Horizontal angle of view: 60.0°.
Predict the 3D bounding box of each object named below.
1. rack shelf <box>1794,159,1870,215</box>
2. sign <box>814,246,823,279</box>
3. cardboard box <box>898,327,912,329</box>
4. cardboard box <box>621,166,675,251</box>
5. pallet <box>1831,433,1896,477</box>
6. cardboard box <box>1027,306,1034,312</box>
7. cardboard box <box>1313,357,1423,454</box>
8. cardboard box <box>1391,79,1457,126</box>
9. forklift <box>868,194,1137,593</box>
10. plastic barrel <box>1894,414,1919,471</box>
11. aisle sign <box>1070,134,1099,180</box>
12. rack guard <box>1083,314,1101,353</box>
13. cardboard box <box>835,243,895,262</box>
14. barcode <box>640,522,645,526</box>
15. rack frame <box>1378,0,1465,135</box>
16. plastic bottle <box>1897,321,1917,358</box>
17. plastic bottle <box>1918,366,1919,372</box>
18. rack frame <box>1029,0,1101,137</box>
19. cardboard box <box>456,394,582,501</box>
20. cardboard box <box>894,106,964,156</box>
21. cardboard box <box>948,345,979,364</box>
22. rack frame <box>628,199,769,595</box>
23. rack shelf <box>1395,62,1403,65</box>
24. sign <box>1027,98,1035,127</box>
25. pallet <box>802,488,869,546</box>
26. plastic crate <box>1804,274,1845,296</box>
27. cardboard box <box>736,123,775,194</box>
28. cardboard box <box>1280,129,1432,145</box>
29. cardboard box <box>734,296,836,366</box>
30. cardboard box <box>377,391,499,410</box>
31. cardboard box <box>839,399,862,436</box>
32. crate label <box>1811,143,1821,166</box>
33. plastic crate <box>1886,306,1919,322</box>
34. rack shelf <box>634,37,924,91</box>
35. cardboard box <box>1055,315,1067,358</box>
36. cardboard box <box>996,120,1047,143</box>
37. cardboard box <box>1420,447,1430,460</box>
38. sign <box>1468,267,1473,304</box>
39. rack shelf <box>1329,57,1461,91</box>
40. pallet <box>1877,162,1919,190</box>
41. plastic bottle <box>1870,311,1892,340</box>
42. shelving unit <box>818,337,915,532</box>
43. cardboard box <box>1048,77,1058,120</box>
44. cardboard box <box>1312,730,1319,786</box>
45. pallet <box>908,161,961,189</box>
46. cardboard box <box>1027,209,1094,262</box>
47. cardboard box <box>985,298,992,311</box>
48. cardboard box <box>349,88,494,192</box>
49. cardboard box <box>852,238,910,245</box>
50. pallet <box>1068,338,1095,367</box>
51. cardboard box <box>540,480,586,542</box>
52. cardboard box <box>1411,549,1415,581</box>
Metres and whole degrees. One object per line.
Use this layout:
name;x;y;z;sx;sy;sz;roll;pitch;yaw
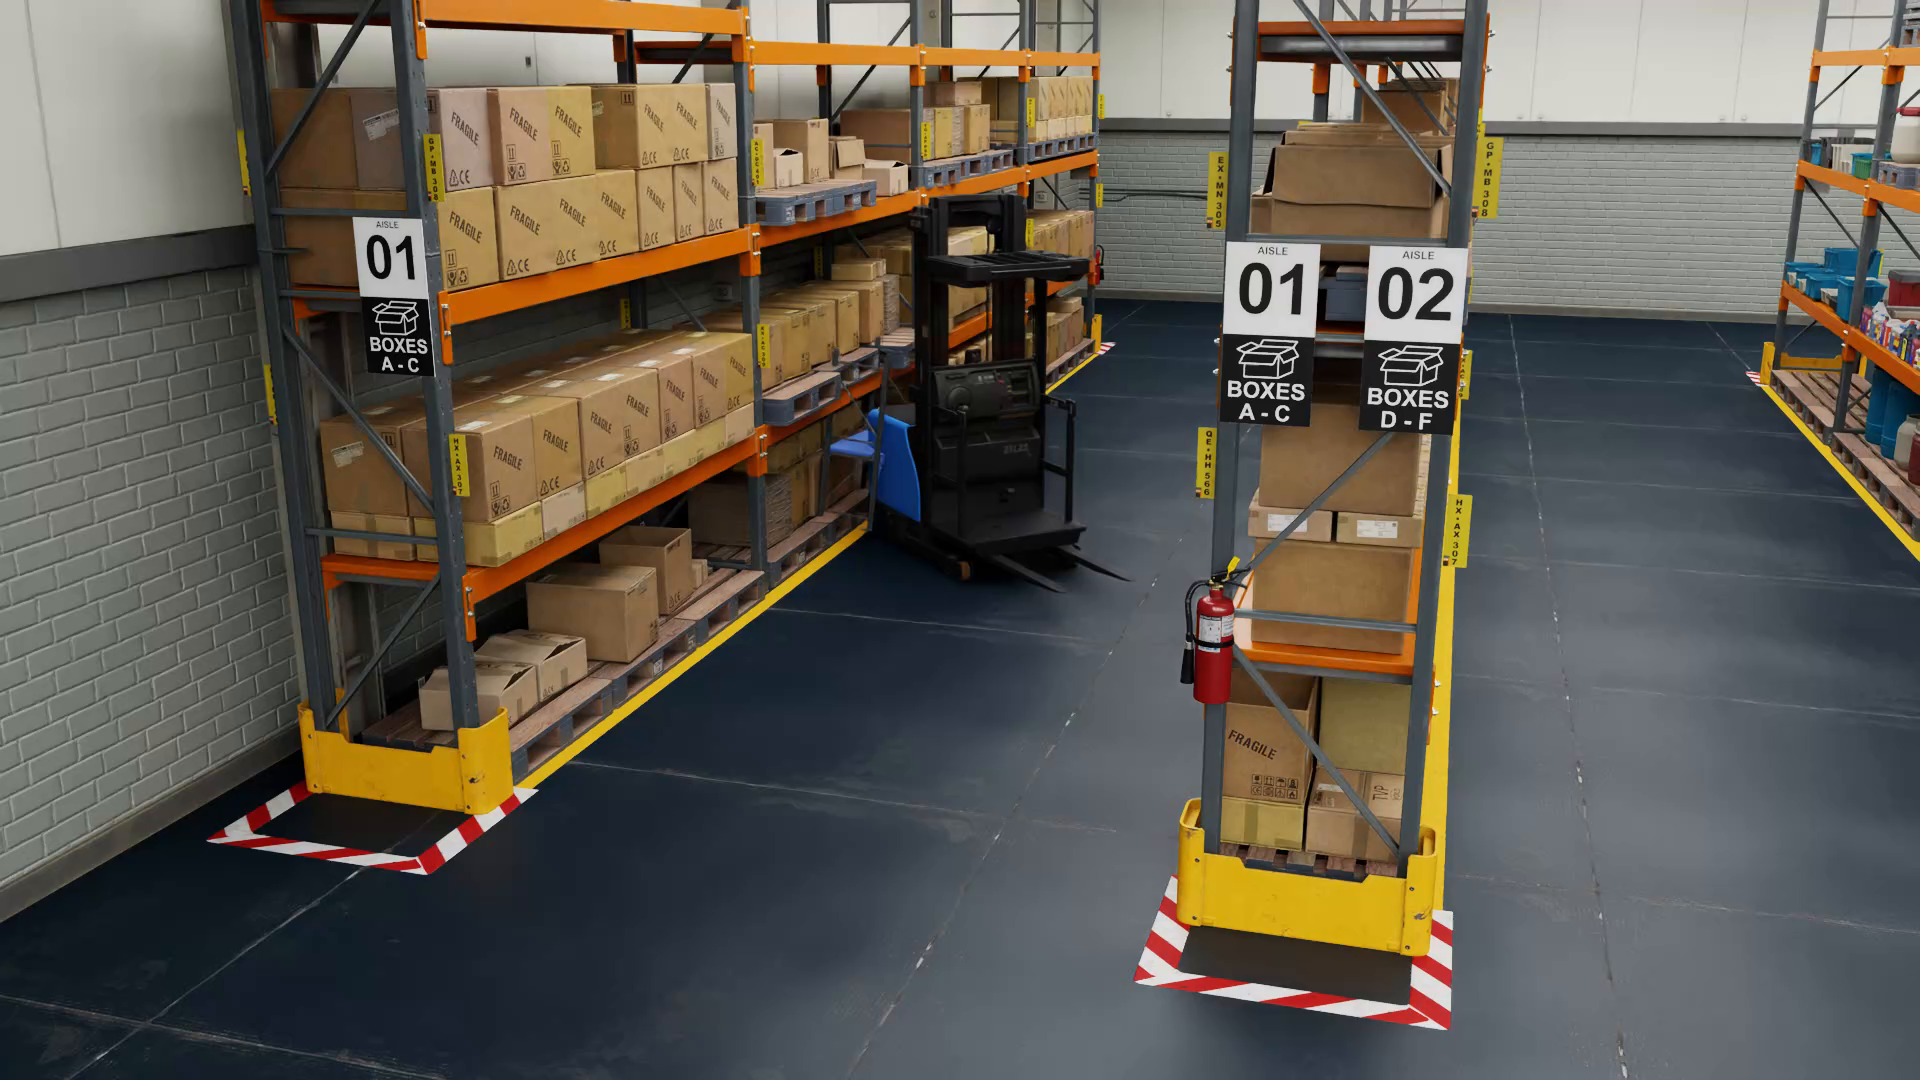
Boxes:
rack shelf;10.362;-4.004;18.769;1.077;0.370;4.000;5;16;16
sign;-1.375;-2.704;16.245;0.100;0.325;0.005;5;16;16
cardboard box;-0.527;-2.062;16.527;0.380;0.149;0.250;4;16;15
cardboard box;-2.162;-2.129;10.622;0.500;0.500;0.500;4;16;14
pallet;9.534;-0.843;16.916;1.003;0.211;1.213;5;16;16
cardboard box;0.813;-3.035;22.156;0.380;0.149;0.250;5;17;16
cardboard box;2.082;-0.706;8.762;0.700;0.500;0.500;5;16;16
cardboard box;5.147;-4.871;18.493;0.700;0.500;0.500;5;16;16
forklift;0.324;-1.219;13.255;1.130;2.935;3.031;-8;18;-27
plastic barrel;9.175;-0.922;15.871;0.421;0.512;0.421;0;16;0
aisle sign;1.739;-5.444;23.263;0.394;0.787;0.004;5;16;16
rack guard;1.438;-3.002;23.997;1.175;0.500;0.348;5;16;16
cardboard box;-0.962;-2.806;16.585;0.500;0.250;0.500;5;17;17
barcode;-2.362;-0.099;12.370;0.001;0.075;0.075;5;16;16
rack frame;5.045;-5.655;17.775;1.000;3.000;0.127;5;16;16
plastic bottle;8.863;-1.873;15.526;0.144;0.351;0.185;5;16;16
plastic bottle;8.617;-1.597;14.826;0.097;0.201;0.097;0;16;0
rack frame;1.431;-7.084;22.815;1.000;3.000;0.127;5;16;16
cardboard box;-2.542;-0.541;9.602;0.500;0.500;0.500;5;16;16
cardboard box;-0.361;-4.356;17.704;0.700;0.500;0.500;5;16;16
cardboard box;-0.252;-1.684;17.939;0.750;0.750;0.750;5;16;16
rack frame;-1.979;-1.059;12.565;1.000;3.000;0.127;5;16;16
rack shelf;5.613;-5.830;19.718;1.077;0.370;4.000;5;16;16
sign;0.818;-4.955;19.282;0.100;0.325;0.005;5;16;16
pallet;-1.414;-0.241;14.793;1.003;0.211;1.213;5;16;16
plastic crate;10.170;-2.995;19.588;0.416;0.233;0.300;5;16;16
cardboard box;-1.747;-2.889;12.567;0.500;0.500;0.500;7;17;24
cardboard box;2.183;-2.017;9.230;0.797;0.503;0.637;7;17;22
cardboard box;-1.479;-1.769;14.081;0.700;0.500;0.500;7;17;24
cardboard box;-3.033;-0.581;9.746;0.500;0.500;0.500;5;17;17
cardboard box;-1.219;-1.138;15.246;0.500;0.250;0.500;5;17;17
crate label;10.358;-4.585;19.774;0.408;0.251;0.502;5;16;16
plastic crate;10.062;-2.396;17.654;0.396;0.136;0.243;5;16;16
rack shelf;-1.411;-3.930;13.744;1.077;0.370;4.000;5;16;16
cardboard box;1.044;-2.744;22.319;0.700;0.500;0.500;4;16;14
cardboard box;0.744;-4.933;20.050;0.500;0.250;0.500;5;16;16
cardboard box;2.317;-0.412;8.914;0.380;0.149;0.250;4;16;15
sign;4.441;-2.237;14.597;0.100;0.325;0.005;5;16;16
rack shelf;3.340;-3.547;12.393;1.077;0.370;4.000;5;16;16
pallet;9.664;-3.523;16.102;1.213;0.211;1.003;5;16;16
plastic bottle;9.192;-2.137;16.592;0.152;0.276;0.135;5;16;16
shelving unit;-0.751;-0.946;14.533;0.538;1.500;1.048;11;15;15
cardboard box;0.906;-5.433;20.439;0.500;0.500;0.500;4;16;15
cardboard box;1.635;1.197;8.883;0.500;0.250;0.500;5;16;16
pallet;-0.710;-3.630;16.480;1.213;0.211;1.003;5;17;18
cardboard box;1.296;-4.208;23.120;0.980;0.700;0.700;5;17;18
cardboard box;0.152;-2.666;18.654;0.380;0.149;0.250;5;16;16
cardboard box;-2.773;-2.076;8.603;0.500;0.500;0.500;3;16;12
cardboard box;-0.811;-2.941;17.061;0.500;0.250;0.500;4;16;14
pallet;1.279;-2.641;23.255;1.003;0.211;1.213;5;16;16
cardboard box;-2.539;-0.190;9.740;0.500;0.250;0.500;4;16;14
cardboard box;2.071;-0.066;8.880;0.700;0.500;0.500;5;17;16
